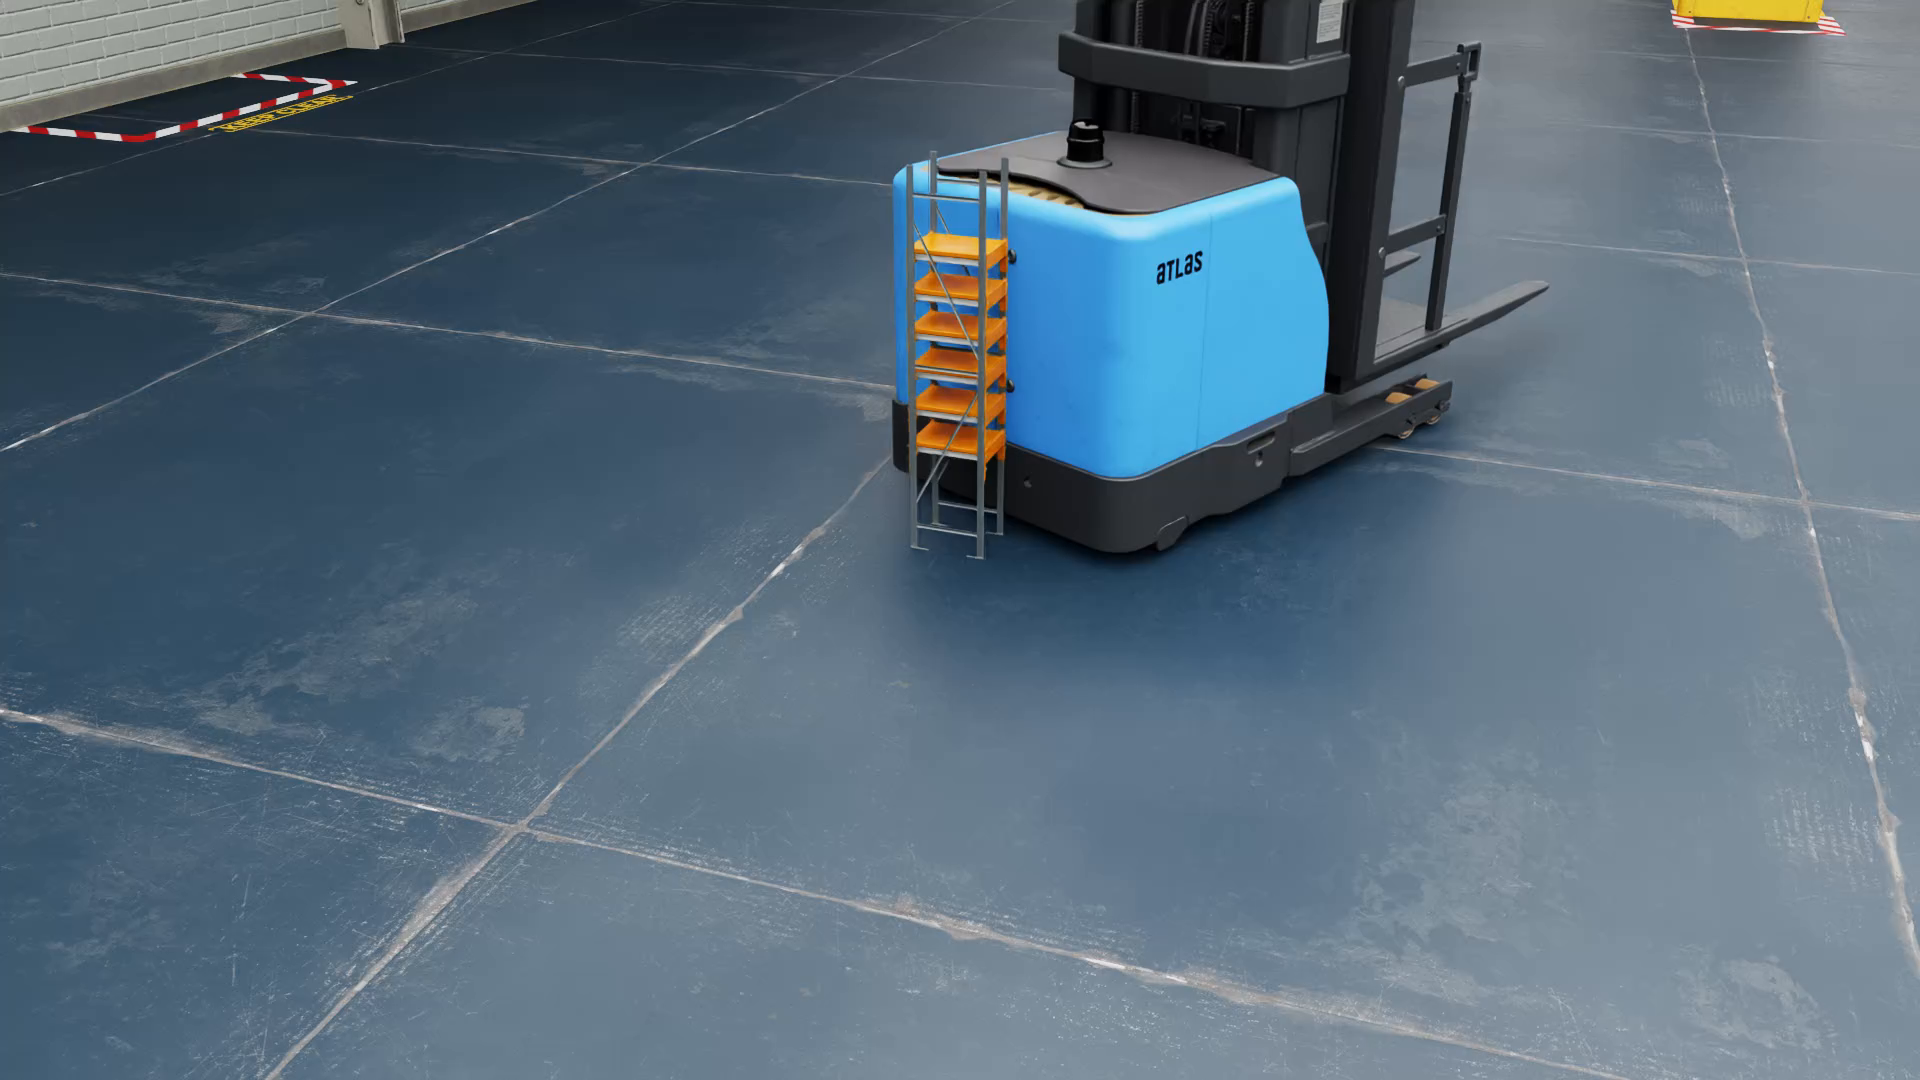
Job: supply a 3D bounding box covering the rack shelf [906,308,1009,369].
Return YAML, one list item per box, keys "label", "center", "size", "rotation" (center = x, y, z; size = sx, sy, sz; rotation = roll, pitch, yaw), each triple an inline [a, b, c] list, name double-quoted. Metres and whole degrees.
- label: "rack shelf"
  center: [-0.007, -0.601, 4.941]
  size: [0.258, 0.103, 0.180]
  rotation: [9, 27, 18]

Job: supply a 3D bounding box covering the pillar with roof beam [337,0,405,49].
- label: "pillar with roof beam"
  center: [-0.747, -7.496, 10.406]
  size: [9.100, 9.000, 0.400]
  rotation: [9, 27, 17]

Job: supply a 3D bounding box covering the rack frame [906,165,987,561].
- label: "rack frame"
  center: [-0.040, -0.496, 4.897]
  size: [0.240, 1.200, 0.006]
  rotation: [9, 27, 18]

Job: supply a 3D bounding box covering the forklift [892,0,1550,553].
- label: "forklift"
  center: [1.168, -1.825, 5.657]
  size: [1.130, 2.935, 3.031]
  rotation: [23, 34, 39]

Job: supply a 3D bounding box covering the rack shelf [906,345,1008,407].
- label: "rack shelf"
  center: [-0.007, -0.493, 4.994]
  size: [0.258, 0.103, 0.180]
  rotation: [9, 27, 18]

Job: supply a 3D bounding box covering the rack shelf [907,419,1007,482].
- label: "rack shelf"
  center: [-0.008, -0.277, 5.098]
  size: [0.258, 0.103, 0.180]
  rotation: [9, 27, 18]

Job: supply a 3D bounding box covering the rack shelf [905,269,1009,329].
- label: "rack shelf"
  center: [-0.007, -0.709, 4.889]
  size: [0.258, 0.103, 0.180]
  rotation: [9, 27, 18]

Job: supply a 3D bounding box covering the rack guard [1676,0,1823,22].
- label: "rack guard"
  center: [7.096, -4.949, 14.898]
  size: [1.175, 0.500, 0.348]
  rotation: [9, 27, 17]

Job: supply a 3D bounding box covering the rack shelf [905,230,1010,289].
- label: "rack shelf"
  center: [-0.007, -0.818, 4.837]
  size: [0.258, 0.103, 0.180]
  rotation: [9, 27, 18]

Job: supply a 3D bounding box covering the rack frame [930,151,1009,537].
- label: "rack frame"
  center: [0.025, -0.571, 5.051]
  size: [0.240, 1.200, 0.006]
  rotation: [9, 27, 18]

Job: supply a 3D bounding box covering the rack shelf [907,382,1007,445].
- label: "rack shelf"
  center: [-0.008, -0.385, 5.046]
  size: [0.258, 0.103, 0.180]
  rotation: [9, 27, 18]

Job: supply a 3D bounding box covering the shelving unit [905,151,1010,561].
- label: "shelving unit"
  center: [-0.007, -0.533, 4.974]
  size: [0.258, 1.200, 0.189]
  rotation: [9, 27, 18]
